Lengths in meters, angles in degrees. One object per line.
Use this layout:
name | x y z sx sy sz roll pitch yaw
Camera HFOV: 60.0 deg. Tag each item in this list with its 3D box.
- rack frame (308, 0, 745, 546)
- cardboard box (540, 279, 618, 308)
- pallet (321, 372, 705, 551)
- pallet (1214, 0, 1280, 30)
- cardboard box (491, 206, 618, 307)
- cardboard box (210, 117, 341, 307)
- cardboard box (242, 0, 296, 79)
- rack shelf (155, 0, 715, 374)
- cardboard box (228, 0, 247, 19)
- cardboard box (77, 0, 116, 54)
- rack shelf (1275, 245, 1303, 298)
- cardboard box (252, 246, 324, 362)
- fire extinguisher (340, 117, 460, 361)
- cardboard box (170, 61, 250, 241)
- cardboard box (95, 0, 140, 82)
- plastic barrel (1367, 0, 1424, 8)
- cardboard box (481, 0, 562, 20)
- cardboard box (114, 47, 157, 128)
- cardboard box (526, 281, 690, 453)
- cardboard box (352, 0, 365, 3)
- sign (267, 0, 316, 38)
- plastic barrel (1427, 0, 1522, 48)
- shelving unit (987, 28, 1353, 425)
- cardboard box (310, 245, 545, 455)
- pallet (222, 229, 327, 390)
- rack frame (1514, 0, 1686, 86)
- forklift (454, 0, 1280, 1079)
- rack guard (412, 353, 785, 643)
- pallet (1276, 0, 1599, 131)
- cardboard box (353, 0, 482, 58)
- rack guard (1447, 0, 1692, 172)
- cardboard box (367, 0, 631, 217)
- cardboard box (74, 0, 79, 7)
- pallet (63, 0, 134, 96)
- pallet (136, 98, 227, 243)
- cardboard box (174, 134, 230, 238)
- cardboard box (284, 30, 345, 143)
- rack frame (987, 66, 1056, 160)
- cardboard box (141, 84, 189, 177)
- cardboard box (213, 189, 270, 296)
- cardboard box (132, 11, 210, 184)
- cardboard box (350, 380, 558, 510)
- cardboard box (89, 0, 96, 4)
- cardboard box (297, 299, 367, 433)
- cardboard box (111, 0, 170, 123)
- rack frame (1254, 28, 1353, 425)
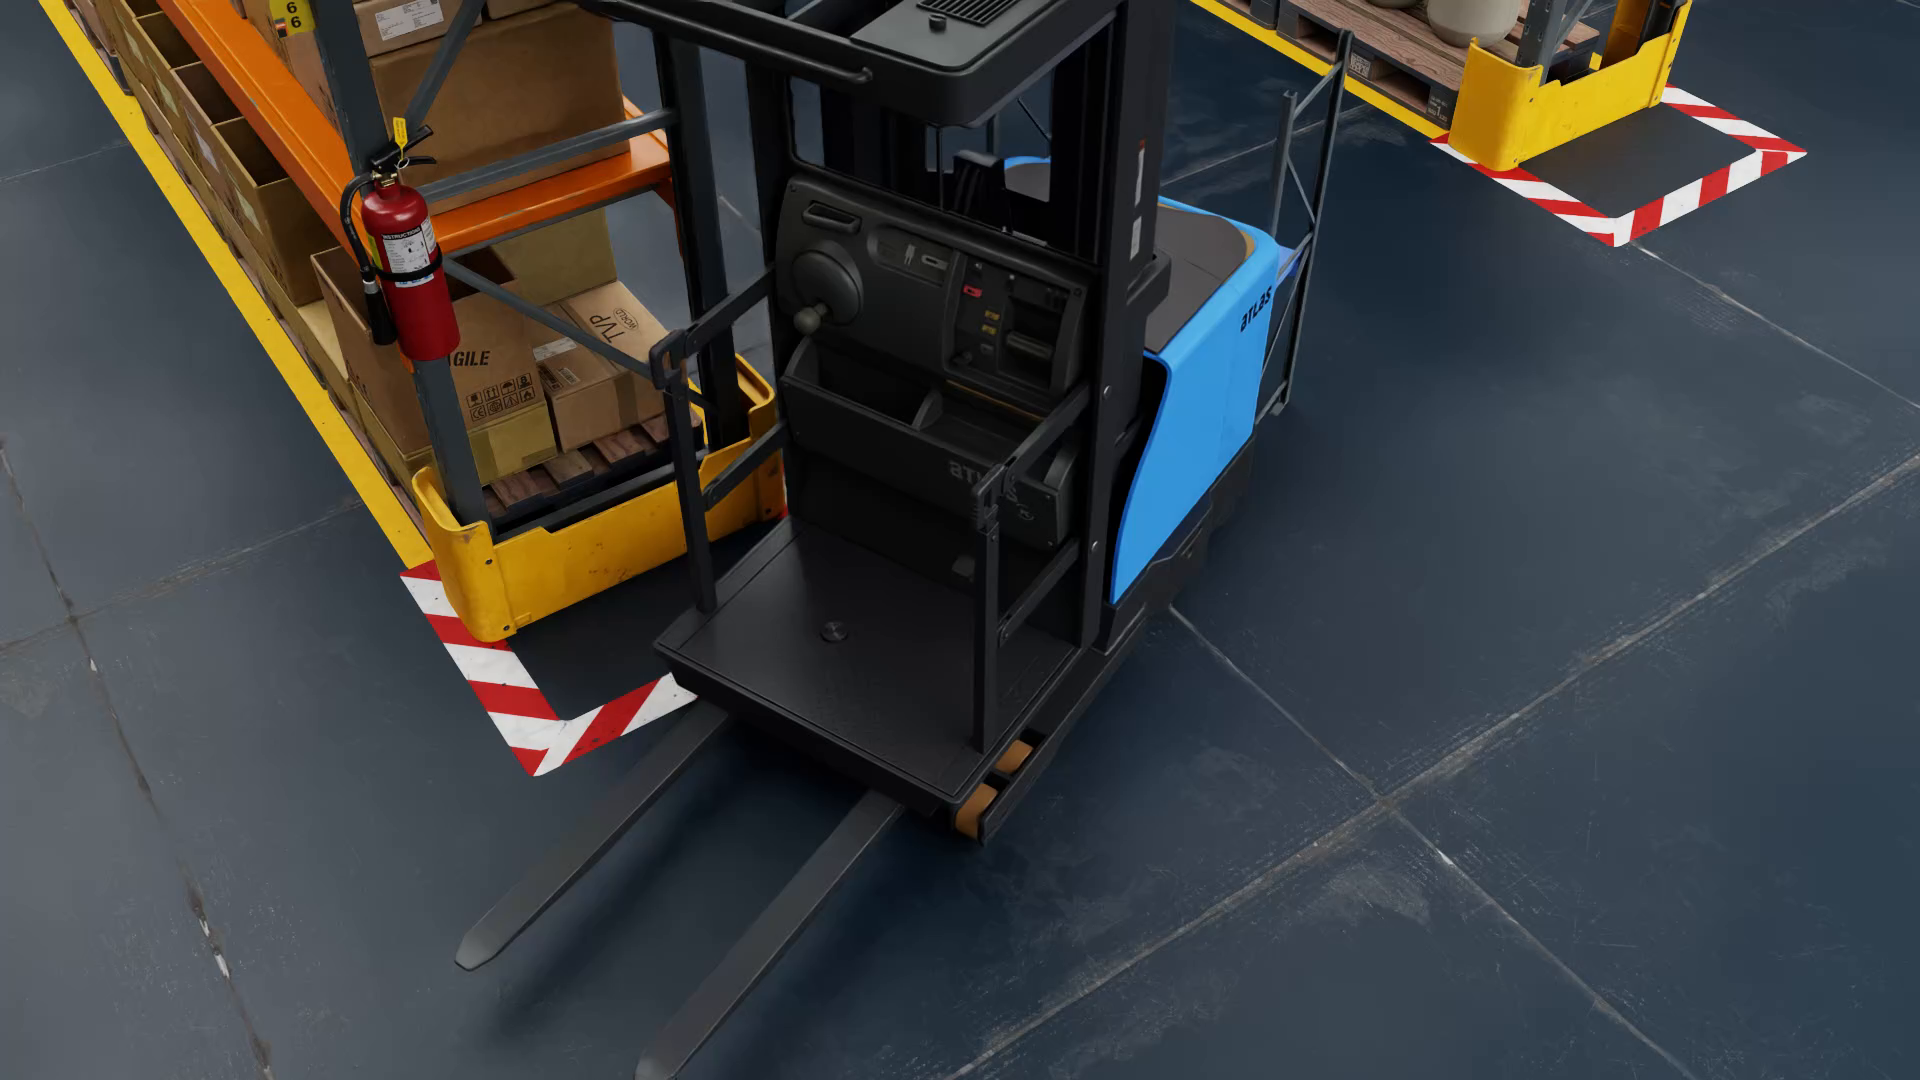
rack frame | -1.184 -1.075 4.704 1.000 3.000 0.127 -26 49 -24
cardboard box | -1.597 -0.906 6.214 0.500 0.250 0.500 -26 49 -24
pallet | -1.656 -0.483 6.103 1.003 0.211 1.213 -26 49 -24
pallet | 1.645 -3.198 8.947 1.003 0.211 1.213 -26 49 -24
cardboard box | -1.596 -1.178 5.955 0.500 0.500 0.500 -26 49 -24
cardboard box | -2.319 -1.250 6.032 0.500 0.500 0.500 -26 49 -24
cardboard box | -2.024 -1.960 5.558 0.700 0.500 0.500 -25 49 -24
rack shelf | -2.328 -1.948 6.139 1.077 0.370 4.000 -26 49 -24
cardboard box | -2.328 -2.256 5.869 0.700 0.500 0.500 -24 49 -23
cardboard box | -3.947 -2.618 8.007 0.500 0.250 0.500 -26 50 -25
rack shelf | 0.670 -0.980 5.951 1.000 0.185 0.538 22 48 22
cardboard box | -2.316 -0.980 6.292 0.500 0.250 0.500 -26 49 -24
fire extinguisher | -1.497 -0.797 4.468 0.296 0.674 0.183 -26 49 -24
cardboard box | -2.604 -1.534 6.329 0.500 0.500 0.500 -26 49 -24
cardboard box | -3.464 -2.383 7.218 0.500 0.500 0.500 -26 49 -24
plastic barrel | 2.155 -2.908 8.122 0.421 0.512 0.421 0 44 0
cardboard box | -1.232 -1.653 4.767 0.380 0.149 0.250 -26 49 -25
cardboard box | -3.455 -2.115 7.481 0.500 0.250 0.500 -26 49 -24
cardboard box | -1.308 -0.624 5.919 0.500 0.250 0.500 -26 49 -24
cardboard box | -1.471 -1.880 4.535 0.700 0.500 0.500 -26 49 -24
sign | -1.637 -1.373 4.006 0.100 0.325 0.005 -26 49 -24
plastic barrel | 2.442 -2.624 7.824 0.421 0.512 0.421 0 44 0
shelving unit | 0.670 -1.110 5.827 1.048 1.500 0.538 22 48 22
cardboard box | -1.735 -0.690 5.444 0.500 0.500 0.500 -26 49 -24
pallet | -2.349 -1.173 6.826 1.003 0.211 1.213 -26 49 -24
rack frame | 2.881 -3.030 6.751 1.000 3.000 0.127 -26 49 -24
forklift | -0.205 -0.565 4.220 1.130 2.935 3.031 24 49 23
rack guard | -1.170 -0.157 5.553 1.175 0.500 0.348 -26 49 -24
pallet | 2.339 -2.508 8.224 1.003 0.211 1.213 -26 49 -24
cardboard box | -1.559 -1.487 4.593 0.380 0.149 0.250 -27 50 -25
rack guard | 2.799 -2.150 7.640 1.175 0.500 0.348 -26 49 -24
cardboard box | -1.440 -1.381 4.952 0.700 0.500 0.500 -26 49 -24
cardboard box | -4.235 -2.905 8.308 0.500 0.250 0.500 -26 50 -25
pallet | -3.926 -2.734 8.461 1.003 0.211 1.213 -26 49 -24
pallet | -3.051 -1.865 7.551 1.003 0.211 1.213 -26 49 -24
cardboard box | -2.892 -1.545 6.883 0.500 0.250 0.500 -26 49 -24
cardboard box | -1.745 -1.676 5.261 0.700 0.500 0.500 -24 49 -23
rack frame | 0.233 -1.290 6.015 0.032 1.500 0.500 22 48 22
cardboard box | -3.174 -1.830 7.182 0.500 0.250 0.500 -26 49 -24
cardboard box | -2.601 -1.264 6.589 0.500 0.250 0.500 -26 49 -24
cardboard box | -2.891 -1.817 6.625 0.500 0.500 0.500 -26 49 -24
cardboard box | -1.733 -0.419 5.704 0.500 0.250 0.500 -26 49 -24
cardboard box | -3.939 -2.817 7.809 0.500 0.311 0.500 -26 49 -24
cardboard box | -2.029 -0.698 5.996 0.500 0.250 0.500 -26 49 -24
cardboard box | -3.171 -2.103 6.924 0.500 0.500 0.500 -26 49 -24
rack frame | 1.106 -0.930 5.638 0.032 1.500 0.500 22 48 22
